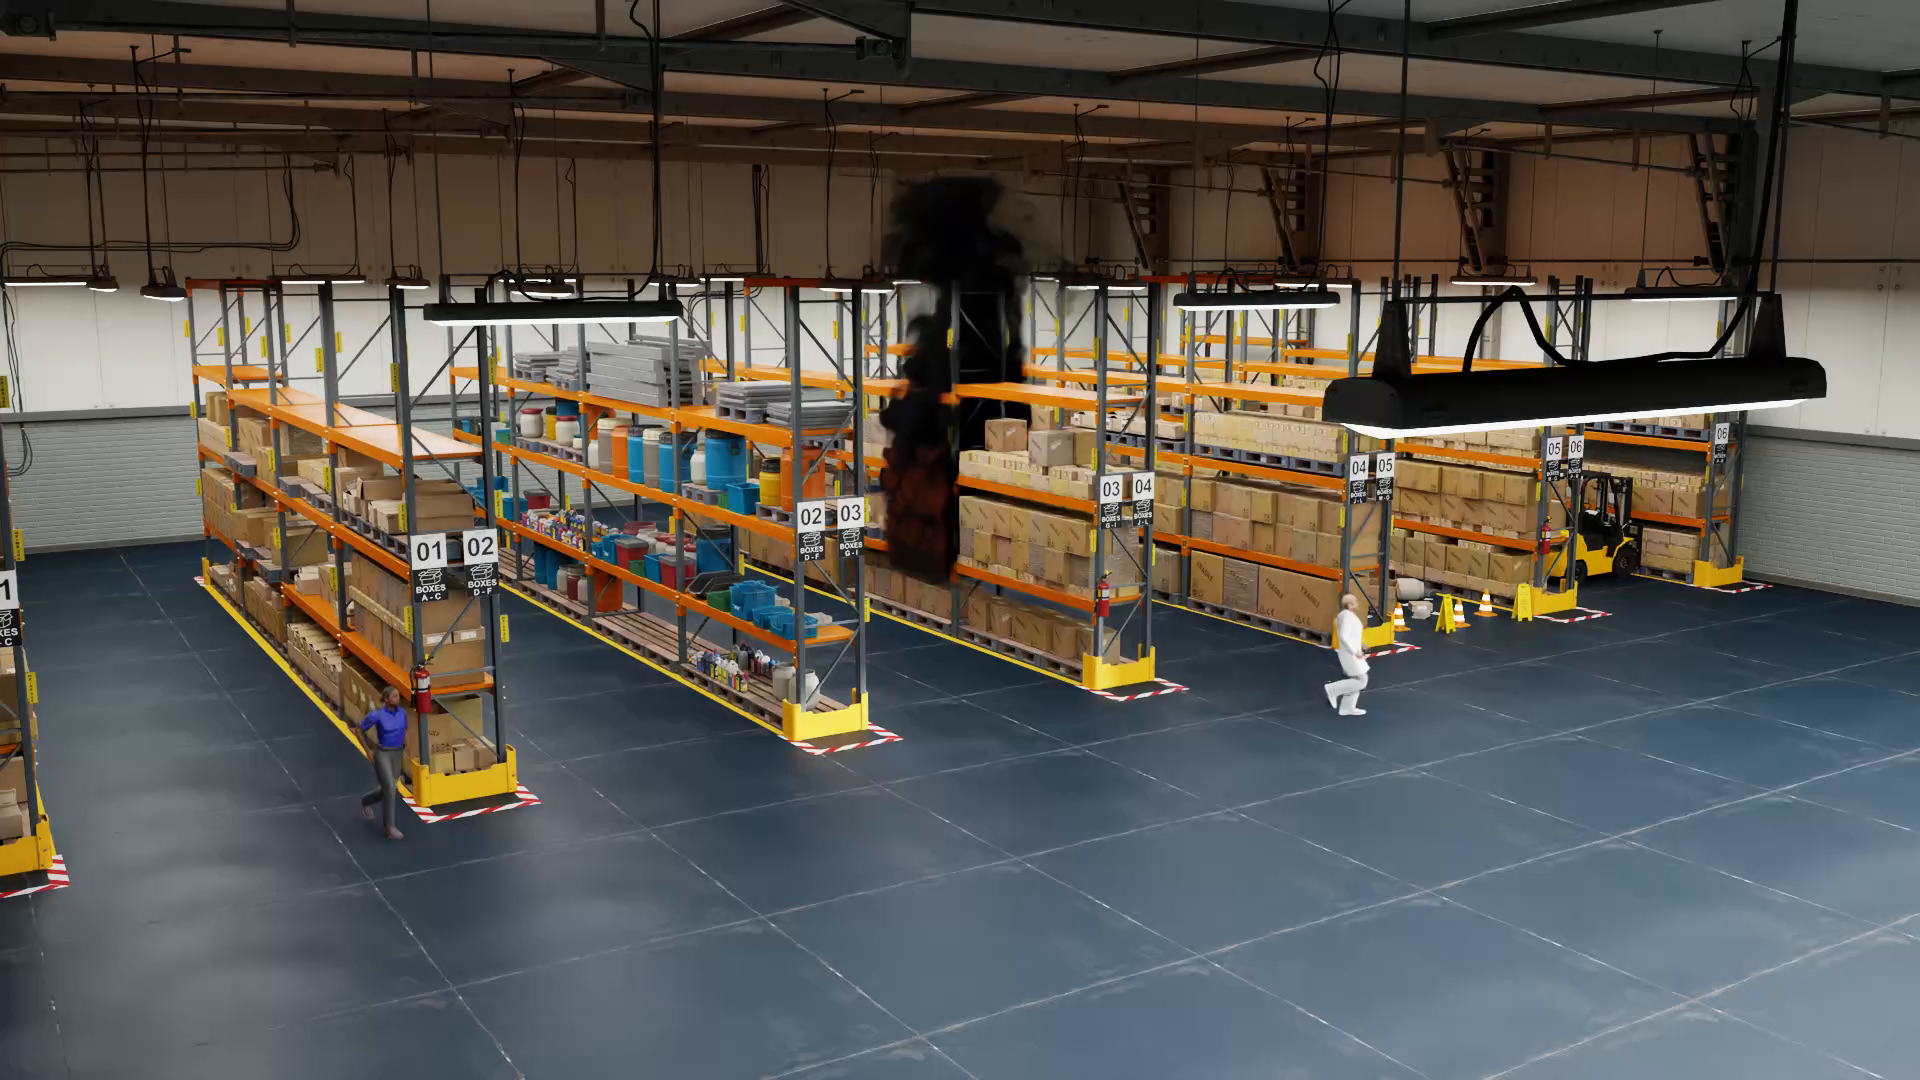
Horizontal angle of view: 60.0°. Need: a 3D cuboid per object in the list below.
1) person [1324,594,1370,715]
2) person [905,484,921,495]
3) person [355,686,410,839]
[{"bbox_3d":[5.420,1.614,23.274,0.636,1.733,0.712,0,10,3],"label":"person"},{"bbox_3d":[-1.107,-1.619,42.792,0.755,1.770,0.614,-7,12,-35],"label":"person"},{"bbox_3d":[-6.436,2.449,18.662,0.829,1.649,0.617,6,11,31],"label":"person"}]
